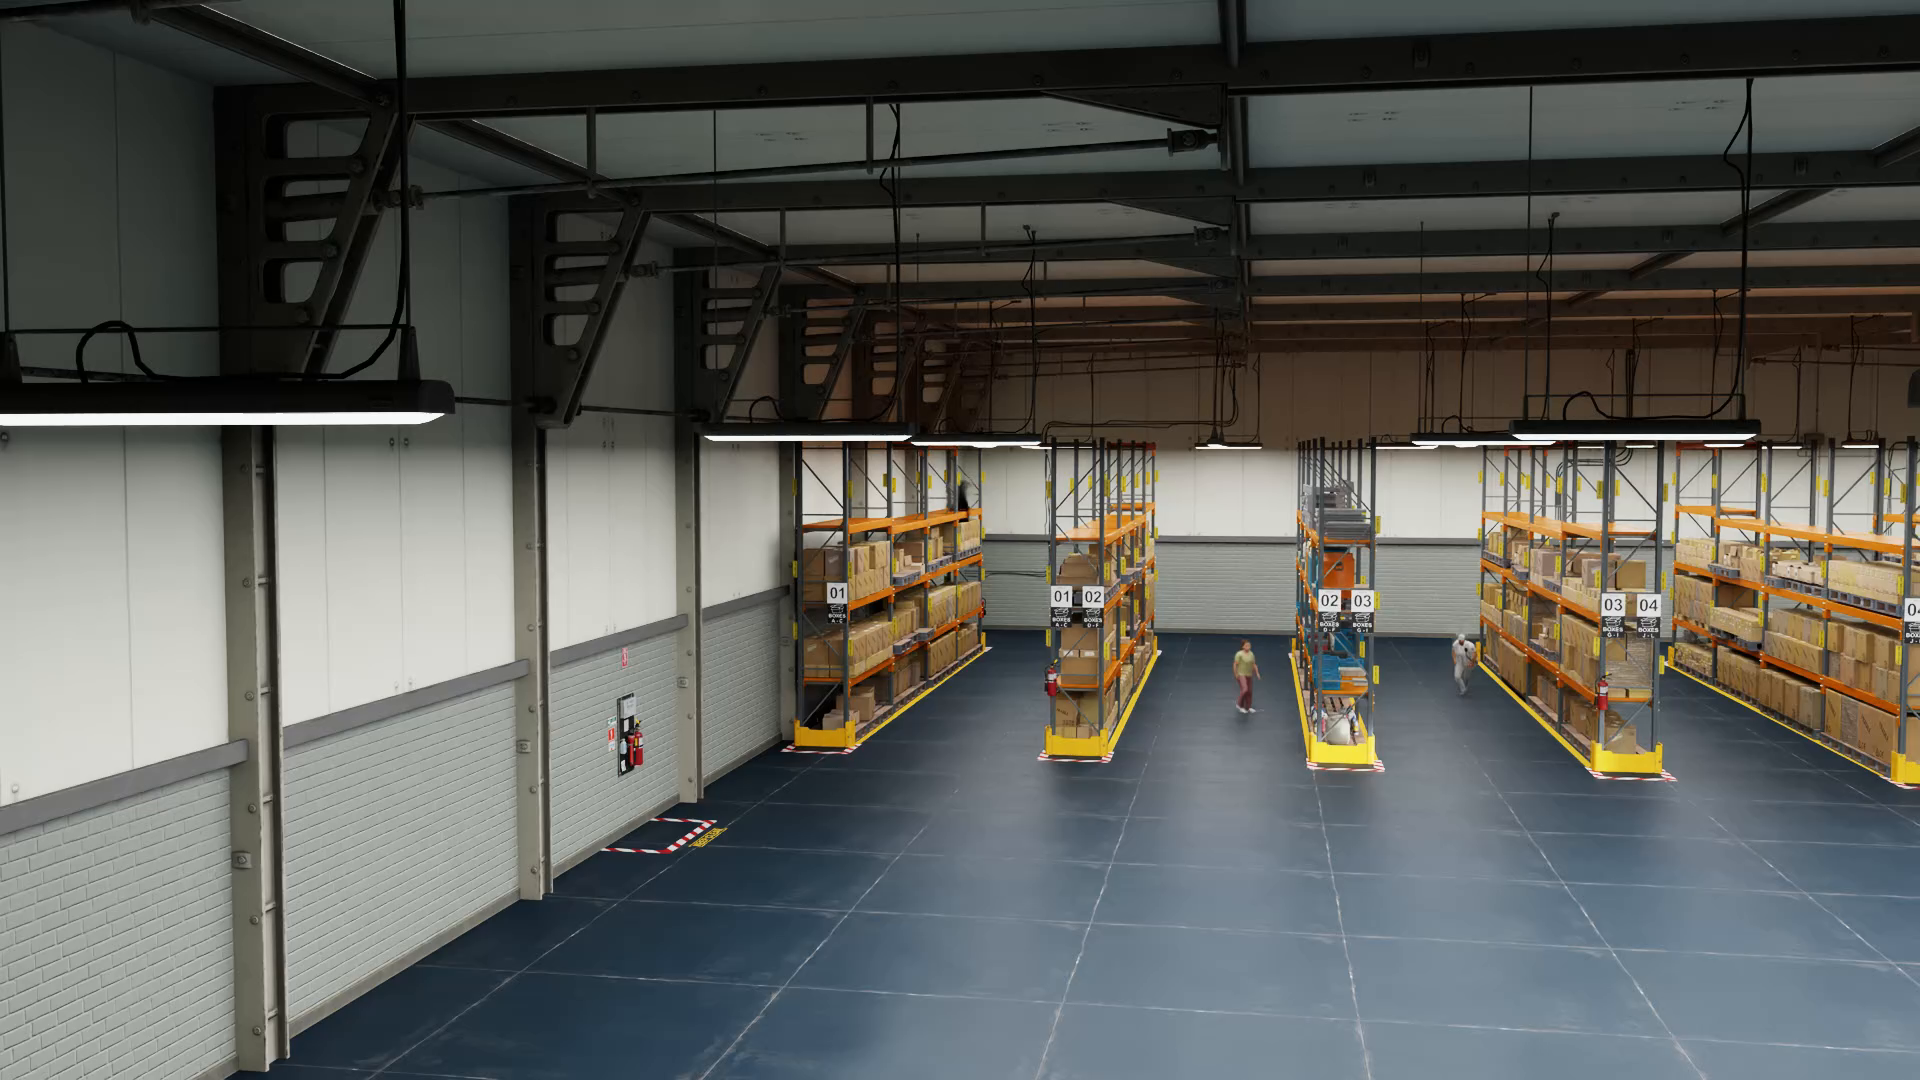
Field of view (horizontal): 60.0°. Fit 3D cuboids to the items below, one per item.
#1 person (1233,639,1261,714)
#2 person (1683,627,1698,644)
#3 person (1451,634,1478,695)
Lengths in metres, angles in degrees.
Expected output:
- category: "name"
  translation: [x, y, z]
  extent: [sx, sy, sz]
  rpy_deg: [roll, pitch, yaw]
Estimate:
- category: "person"
  translation: [6.250, 2.980, 36.401]
  extent: [0.531, 1.645, 0.548]
  rpy_deg: [-2, 3, -27]
- category: "person"
  translation: [20.522, 2.527, 46.850]
  extent: [0.778, 1.459, 0.590]
  rpy_deg: [-3, 4, -43]
- category: "person"
  translation: [11.894, 2.914, 39.170]
  extent: [0.608, 1.488, 1.000]
  rpy_deg: [2, 3, 28]
